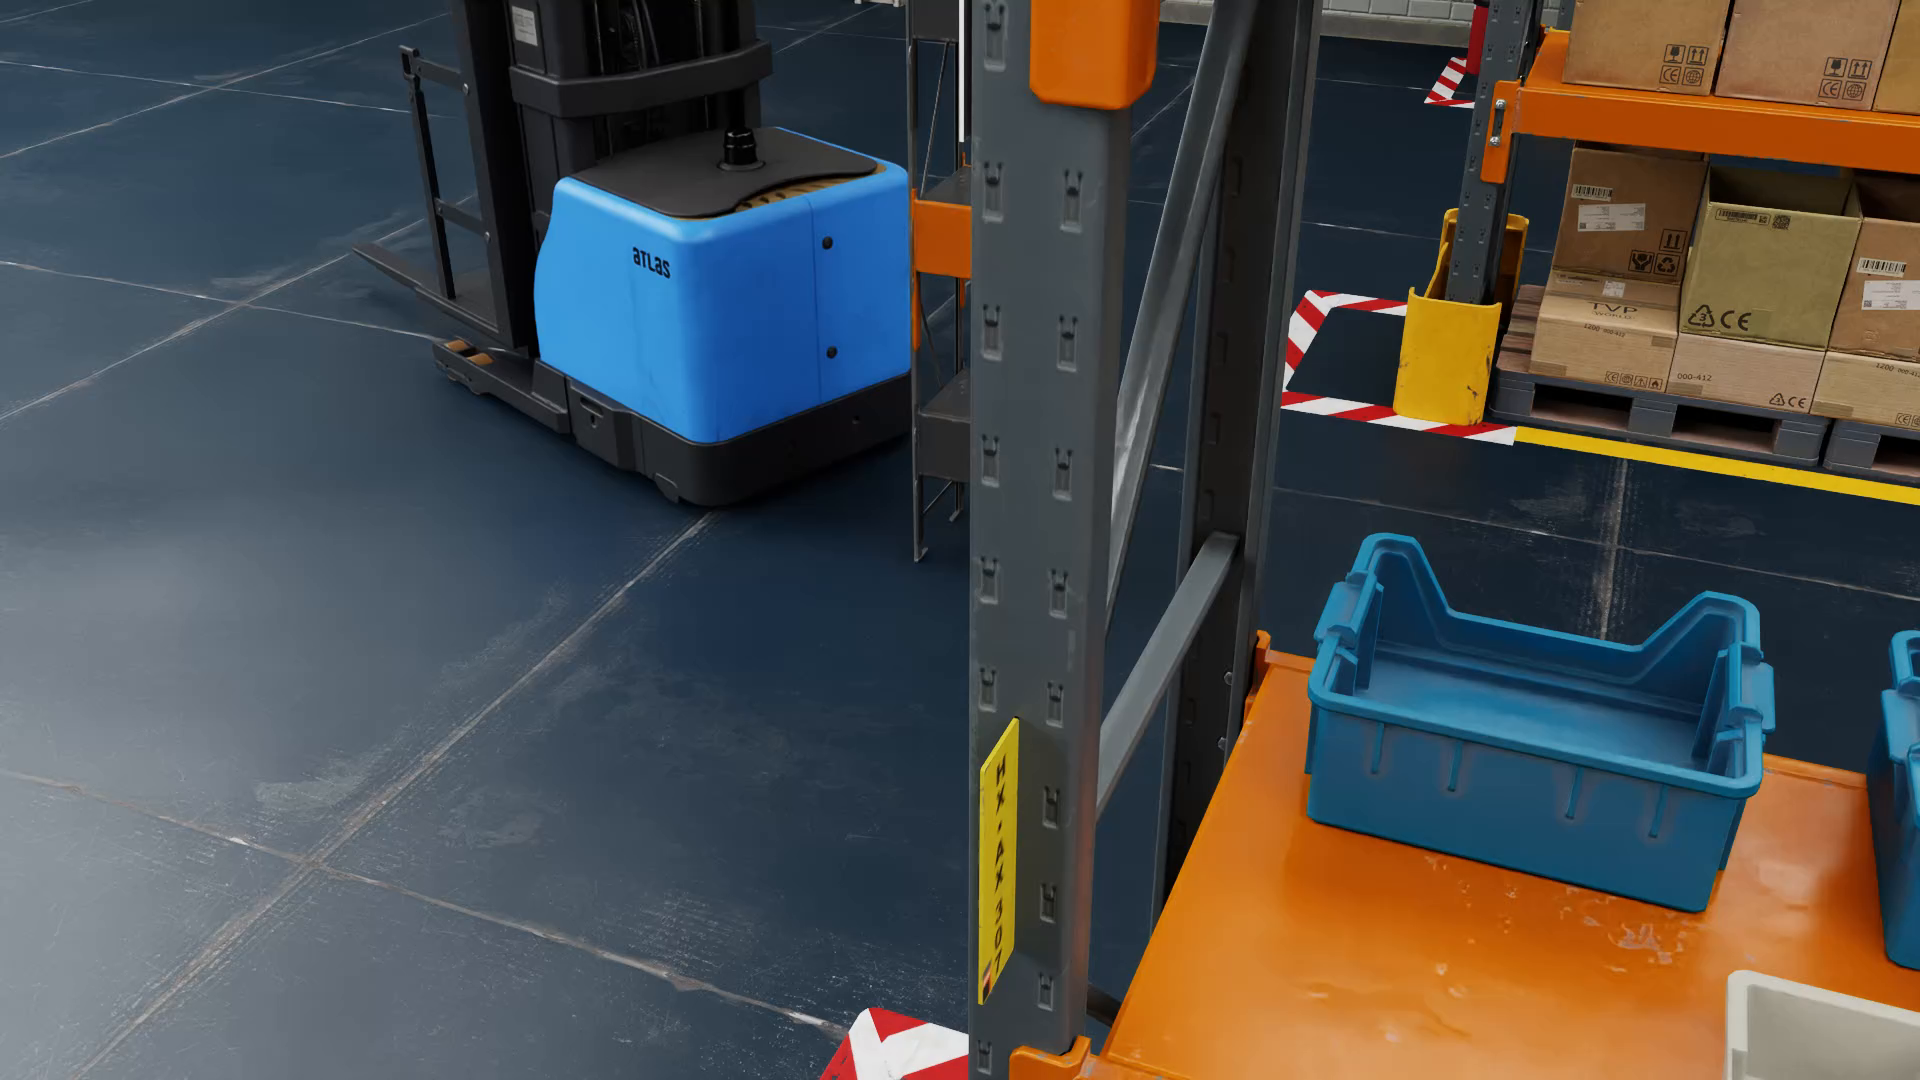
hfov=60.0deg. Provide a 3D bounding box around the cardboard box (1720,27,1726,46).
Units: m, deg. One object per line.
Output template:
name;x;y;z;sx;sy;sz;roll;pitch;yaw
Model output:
cardboard box;4.584;-3.147;10.556;0.500;0.311;0.500;8;30;13

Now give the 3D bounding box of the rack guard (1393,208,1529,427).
rack guard;2.096;-0.952;6.927;0.348;0.500;1.175;11;31;19

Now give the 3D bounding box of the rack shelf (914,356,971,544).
rack shelf;0.153;-0.262;5.530;0.480;0.518;0.431;11;31;19

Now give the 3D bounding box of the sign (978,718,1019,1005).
sign;0.041;0.351;1.799;0.005;0.325;0.100;11;31;19

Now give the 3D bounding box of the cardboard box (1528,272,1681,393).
cardboard box;2.531;-0.821;6.522;0.500;0.250;0.500;11;31;19

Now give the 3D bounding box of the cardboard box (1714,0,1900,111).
cardboard box;3.034;-1.892;5.948;0.500;0.500;0.700;12;32;20

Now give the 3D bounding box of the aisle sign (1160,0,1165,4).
aisle sign;0.297;-1.059;1.933;0.004;0.787;0.394;11;31;19

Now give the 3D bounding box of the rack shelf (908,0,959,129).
rack shelf;0.153;-1.481;4.841;0.480;0.518;0.431;11;31;19

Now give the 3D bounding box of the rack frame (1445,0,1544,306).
rack frame;2.118;-2.036;6.304;0.127;3.000;1.000;11;31;19

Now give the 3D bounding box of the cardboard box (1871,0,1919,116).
cardboard box;3.492;-1.798;5.781;0.500;0.500;0.700;12;31;19

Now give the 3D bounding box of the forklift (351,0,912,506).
forklift;-1.539;-2.024;6.353;1.130;2.935;3.031;-25;38;-37

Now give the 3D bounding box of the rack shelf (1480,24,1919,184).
rack shelf;3.971;-1.353;5.826;4.000;0.370;1.077;11;31;19

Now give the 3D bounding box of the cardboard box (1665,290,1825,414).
cardboard box;2.996;-0.730;6.362;0.500;0.250;0.500;11;31;19

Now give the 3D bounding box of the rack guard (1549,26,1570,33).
rack guard;4.047;-3.193;10.891;0.348;0.500;1.175;11;31;19

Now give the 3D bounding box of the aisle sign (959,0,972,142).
aisle sign;0.075;-0.790;1.457;0.004;0.787;0.394;11;31;19

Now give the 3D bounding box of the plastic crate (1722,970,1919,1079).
plastic crate;0.960;0.649;1.822;0.250;0.136;0.298;11;31;19

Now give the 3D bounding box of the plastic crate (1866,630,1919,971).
plastic crate;1.428;0.365;2.206;0.408;0.251;0.499;11;31;19

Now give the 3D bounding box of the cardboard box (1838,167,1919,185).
cardboard box;3.659;-1.207;6.442;0.500;0.500;0.500;11;31;19

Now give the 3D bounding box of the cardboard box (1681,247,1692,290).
cardboard box;3.194;-0.970;6.786;0.500;0.250;0.500;11;31;19

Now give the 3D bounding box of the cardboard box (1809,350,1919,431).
cardboard box;3.459;-0.638;6.197;0.500;0.250;0.500;11;31;19

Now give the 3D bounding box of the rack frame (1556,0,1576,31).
rack frame;3.977;-4.295;10.301;0.127;3.000;1.000;11;31;19

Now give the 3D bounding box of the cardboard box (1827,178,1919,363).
cardboard box;3.463;-0.969;6.022;0.500;0.500;0.500;11;31;19

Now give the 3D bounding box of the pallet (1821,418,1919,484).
pallet;3.969;-0.473;6.373;1.213;0.211;1.003;11;31;19

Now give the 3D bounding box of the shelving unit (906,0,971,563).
shelving unit;0.153;-0.883;5.179;0.503;2.100;0.431;11;31;19

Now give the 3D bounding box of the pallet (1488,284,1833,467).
pallet;2.842;-0.700;6.774;1.213;0.211;1.003;11;31;19

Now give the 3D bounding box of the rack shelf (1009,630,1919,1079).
rack shelf;2.105;0.905;1.832;4.000;0.370;1.077;11;31;19

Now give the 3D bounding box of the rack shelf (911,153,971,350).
rack shelf;0.153;-0.872;5.186;0.480;0.518;0.431;11;31;19

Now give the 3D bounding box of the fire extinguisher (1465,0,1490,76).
fire extinguisher;2.183;-2.236;6.736;0.183;0.674;0.296;11;31;19

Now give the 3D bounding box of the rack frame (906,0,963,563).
rack frame;-0.073;-0.929;5.259;0.015;2.100;0.400;11;31;19

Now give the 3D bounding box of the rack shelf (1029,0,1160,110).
rack shelf;2.105;-0.401;1.094;4.000;0.370;1.077;11;31;19

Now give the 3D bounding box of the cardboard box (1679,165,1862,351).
cardboard box;2.995;-1.056;6.176;0.500;0.500;0.500;11;31;19

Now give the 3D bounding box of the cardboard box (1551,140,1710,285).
cardboard box;2.727;-1.385;6.757;0.500;0.500;0.500;11;31;19

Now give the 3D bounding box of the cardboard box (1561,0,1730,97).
cardboard box;2.546;-1.987;6.116;0.500;0.500;0.700;11;31;19

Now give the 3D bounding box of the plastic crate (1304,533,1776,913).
plastic crate;0.828;0.243;2.423;0.616;0.251;0.499;11;31;19

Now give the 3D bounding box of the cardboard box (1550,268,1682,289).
cardboard box;2.726;-1.057;6.940;0.500;0.250;0.500;11;31;19
